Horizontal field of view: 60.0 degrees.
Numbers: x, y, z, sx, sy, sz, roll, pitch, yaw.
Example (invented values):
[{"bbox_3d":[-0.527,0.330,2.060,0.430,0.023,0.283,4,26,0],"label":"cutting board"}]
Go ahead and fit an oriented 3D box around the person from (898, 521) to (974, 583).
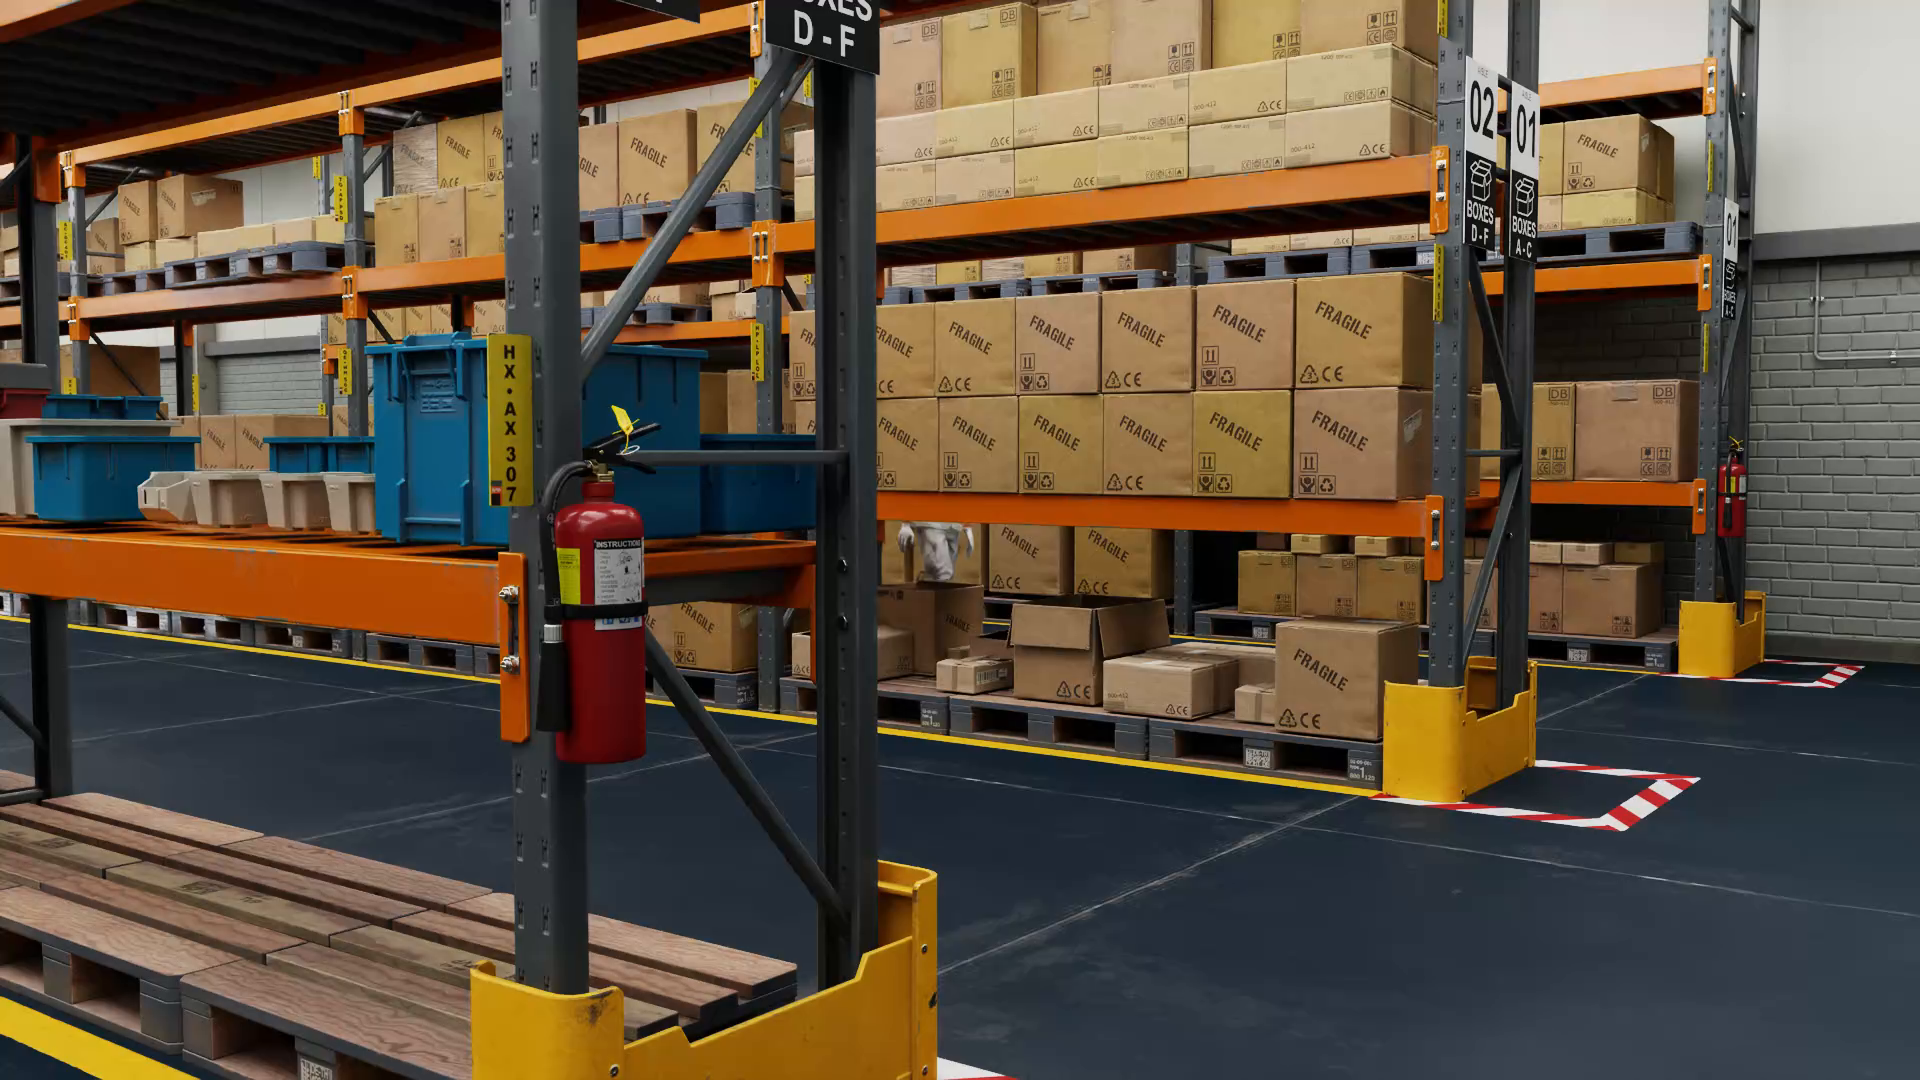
[{"bbox_3d":[-0.160,-0.048,12.328,0.579,1.785,0.545,-3,4,-43],"label":"person"}]
